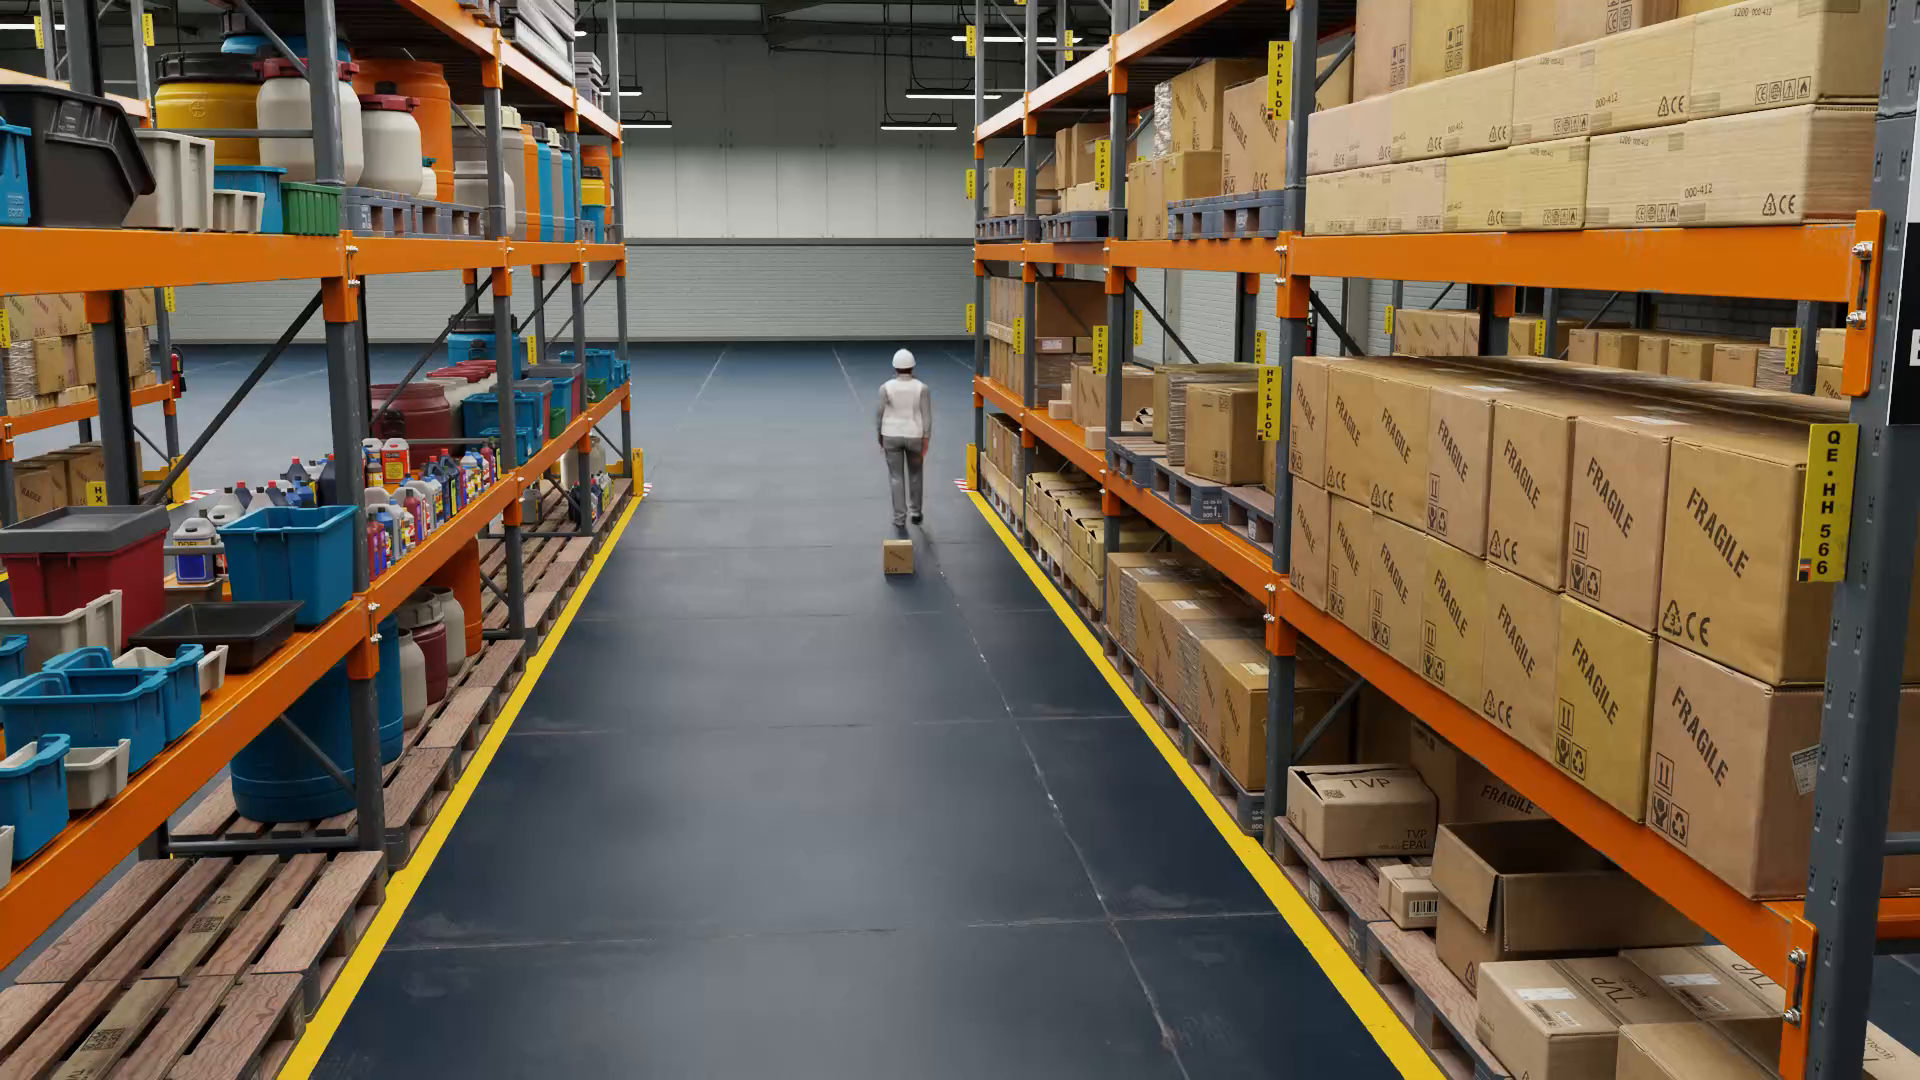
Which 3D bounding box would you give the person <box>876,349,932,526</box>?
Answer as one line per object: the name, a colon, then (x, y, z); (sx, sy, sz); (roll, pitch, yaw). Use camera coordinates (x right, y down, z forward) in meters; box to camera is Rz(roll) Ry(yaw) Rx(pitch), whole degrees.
person: (-0.582, -1.050, 16.755); (0.547, 1.751, 0.818); (-1, 10, -7)
